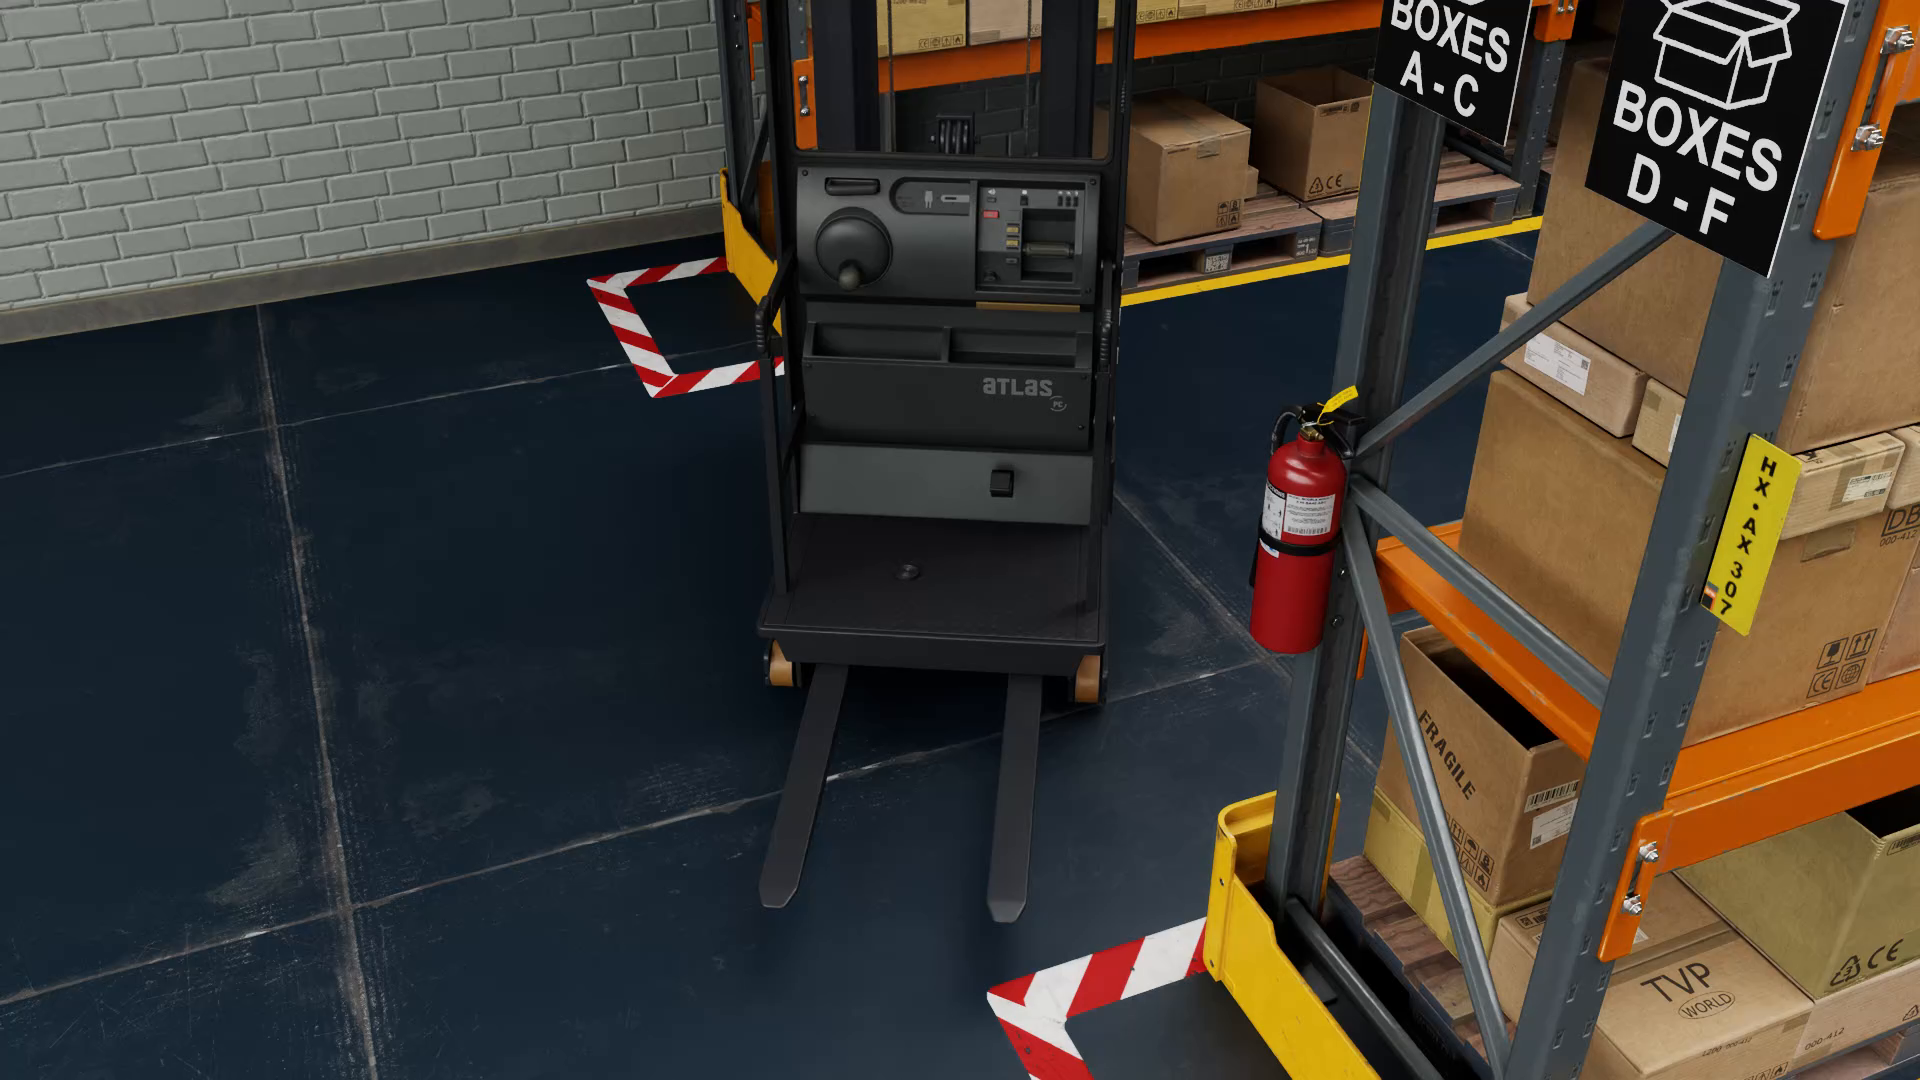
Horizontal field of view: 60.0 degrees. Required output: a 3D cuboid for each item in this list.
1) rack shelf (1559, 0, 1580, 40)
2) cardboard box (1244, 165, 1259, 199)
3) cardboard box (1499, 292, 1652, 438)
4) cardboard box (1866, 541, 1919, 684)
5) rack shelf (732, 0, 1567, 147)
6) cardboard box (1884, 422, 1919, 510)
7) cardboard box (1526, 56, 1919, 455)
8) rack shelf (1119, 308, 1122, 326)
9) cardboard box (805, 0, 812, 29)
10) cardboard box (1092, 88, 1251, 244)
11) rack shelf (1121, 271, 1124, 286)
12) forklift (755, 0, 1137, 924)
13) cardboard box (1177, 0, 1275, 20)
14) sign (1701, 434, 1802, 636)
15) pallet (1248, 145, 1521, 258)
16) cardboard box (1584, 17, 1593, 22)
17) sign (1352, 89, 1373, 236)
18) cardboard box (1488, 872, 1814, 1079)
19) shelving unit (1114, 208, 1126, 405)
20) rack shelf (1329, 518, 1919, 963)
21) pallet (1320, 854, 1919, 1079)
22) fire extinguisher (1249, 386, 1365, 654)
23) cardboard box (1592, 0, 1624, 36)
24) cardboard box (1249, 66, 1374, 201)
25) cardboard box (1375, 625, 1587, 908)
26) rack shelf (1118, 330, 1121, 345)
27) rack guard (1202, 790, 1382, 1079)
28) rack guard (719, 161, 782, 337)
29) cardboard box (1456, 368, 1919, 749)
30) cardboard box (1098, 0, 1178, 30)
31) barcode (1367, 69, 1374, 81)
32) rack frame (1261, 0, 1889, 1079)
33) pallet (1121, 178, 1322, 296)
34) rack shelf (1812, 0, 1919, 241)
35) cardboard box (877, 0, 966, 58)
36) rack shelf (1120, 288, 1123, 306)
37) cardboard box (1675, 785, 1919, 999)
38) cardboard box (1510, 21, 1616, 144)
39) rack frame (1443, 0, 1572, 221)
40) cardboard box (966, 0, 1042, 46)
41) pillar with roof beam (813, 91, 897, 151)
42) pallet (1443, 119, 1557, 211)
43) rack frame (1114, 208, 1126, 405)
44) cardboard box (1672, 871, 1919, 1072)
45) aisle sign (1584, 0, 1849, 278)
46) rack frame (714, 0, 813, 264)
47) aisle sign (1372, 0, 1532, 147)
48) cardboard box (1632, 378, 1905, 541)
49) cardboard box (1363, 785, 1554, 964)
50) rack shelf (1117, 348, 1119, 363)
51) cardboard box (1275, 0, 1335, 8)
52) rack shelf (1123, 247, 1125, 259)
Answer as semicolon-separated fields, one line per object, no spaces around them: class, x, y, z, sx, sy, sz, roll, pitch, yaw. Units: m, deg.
rack shelf;4.655;-3.345;9.299;4.000;0.370;1.077;-13;35;-19
cardboard box;1.329;-1.886;8.608;0.250;0.149;0.380;-16;36;-23
cardboard box;1.323;-0.379;3.396;0.250;0.149;0.380;-13;35;-20
cardboard box;1.962;-0.136;3.618;0.500;0.500;0.700;-12;35;-18
rack shelf;0.967;-2.500;8.002;4.000;0.370;1.077;-13;35;-19
cardboard box;1.732;-0.235;3.174;0.250;0.149;0.380;-14;36;-20
cardboard box;1.528;-0.578;3.107;0.500;0.500;0.700;-13;35;-19
rack shelf;0.513;-0.904;6.876;0.258;0.077;0.200;13;35;19
cardboard box;-0.521;-2.521;7.493;0.500;0.250;0.500;-12;35;-18
cardboard box;1.017;-1.867;8.257;0.500;0.500;0.700;-15;36;-22
rack shelf;0.513;-1.055;6.777;0.258;0.077;0.200;13;35;19
forklift;-0.055;-0.887;4.926;1.130;2.935;3.031;3;33;4
cardboard box;1.108;-2.595;7.607;0.500;0.250;0.500;-13;35;-19
sign;1.253;-0.005;2.641;0.005;0.325;0.100;-13;35;-19
pallet;2.205;-1.895;8.970;1.213;0.211;1.003;-13;35;-19
cardboard box;3.940;-2.659;9.474;0.500;0.500;0.700;-14;35;-20
sign;0.847;-0.750;3.373;0.005;0.325;0.100;-13;35;-19
cardboard box;1.625;1.086;3.967;0.500;0.250;0.500;-13;35;-19
shelving unit;0.513;-0.932;6.857;0.258;0.900;0.210;13;35;19
rack shelf;2.888;-0.010;4.174;4.000;0.370;1.077;-13;35;-19
pallet;1.733;1.097;4.370;1.213;0.211;1.003;-13;35;-19
fire extinguisher;0.755;-0.065;3.671;0.183;0.674;0.296;-13;35;-19
cardboard box;3.888;-2.933;9.209;0.500;0.250;0.500;-14;35;-20
cardboard box;1.870;-2.121;8.648;0.500;0.500;0.500;-16;36;-22
cardboard box;1.423;0.510;4.164;0.500;0.500;0.500;-13;35;-19
rack shelf;0.513;-0.829;6.925;0.258;0.077;0.200;13;35;19
rack guard;1.022;1.164;4.003;0.348;0.500;1.175;-13;35;-19
rack guard;-0.807;-1.348;7.863;0.348;0.500;1.175;-13;35;-19
cardboard box;1.479;-0.023;3.444;0.500;0.500;0.700;-13;35;-19
cardboard box;0.641;-2.490;7.445;0.500;0.250;0.500;-13;35;-20
barcode;2.220;-2.501;8.939;0.075;0.075;0.001;-13;35;-19
rack frame;1.044;0.111;3.329;0.127;3.000;1.000;-13;35;-19
pallet;1.079;-1.636;8.570;1.213;0.211;1.003;-13;35;-19
rack shelf;2.888;-1.267;3.356;4.000;0.370;1.077;-13;35;-19
cardboard box;-0.304;-2.268;7.105;0.500;0.250;0.500;-14;36;-20
rack shelf;0.513;-0.980;6.827;0.258;0.077;0.200;13;35;19
cardboard box;2.085;0.665;3.926;0.500;0.500;0.500;-13;35;-19
cardboard box;3.483;-2.524;9.268;0.500;0.500;0.700;-12;35;-17
rack frame;2.811;-3.224;8.454;0.127;3.000;1.000;-13;35;-19
cardboard box;0.169;-2.385;7.284;0.500;0.250;0.500;-14;36;-20
pillar with roof beam;1.100;-3.312;3.089;0.400;9.000;9.100;-13;35;-19
pallet;3.528;-2.220;9.469;1.213;0.211;1.003;-13;35;-19
rack frame;0.553;-0.983;6.936;0.240;0.900;0.006;13;35;19
cardboard box;2.084;0.979;4.132;0.500;0.250;0.500;-13;35;-19
aisle sign;1.102;-0.811;2.362;0.004;0.787;0.394;-13;35;-19
rack frame;-0.877;-2.379;7.156;0.127;3.000;1.000;-13;35;-19
aisle sign;0.870;-1.113;2.826;0.004;0.787;0.394;-13;35;-19
cardboard box;1.489;-0.177;3.086;0.250;0.149;0.380;-13;35;-19
cardboard box;1.424;0.826;4.367;0.500;0.250;0.500;-13;35;-19
rack shelf;0.513;-0.753;6.974;0.258;0.077;0.200;13;35;19
cardboard box;1.571;-2.702;7.771;0.500;0.250;0.500;-13;35;-19
rack shelf;0.513;-1.130;6.728;0.258;0.077;0.200;13;35;19
